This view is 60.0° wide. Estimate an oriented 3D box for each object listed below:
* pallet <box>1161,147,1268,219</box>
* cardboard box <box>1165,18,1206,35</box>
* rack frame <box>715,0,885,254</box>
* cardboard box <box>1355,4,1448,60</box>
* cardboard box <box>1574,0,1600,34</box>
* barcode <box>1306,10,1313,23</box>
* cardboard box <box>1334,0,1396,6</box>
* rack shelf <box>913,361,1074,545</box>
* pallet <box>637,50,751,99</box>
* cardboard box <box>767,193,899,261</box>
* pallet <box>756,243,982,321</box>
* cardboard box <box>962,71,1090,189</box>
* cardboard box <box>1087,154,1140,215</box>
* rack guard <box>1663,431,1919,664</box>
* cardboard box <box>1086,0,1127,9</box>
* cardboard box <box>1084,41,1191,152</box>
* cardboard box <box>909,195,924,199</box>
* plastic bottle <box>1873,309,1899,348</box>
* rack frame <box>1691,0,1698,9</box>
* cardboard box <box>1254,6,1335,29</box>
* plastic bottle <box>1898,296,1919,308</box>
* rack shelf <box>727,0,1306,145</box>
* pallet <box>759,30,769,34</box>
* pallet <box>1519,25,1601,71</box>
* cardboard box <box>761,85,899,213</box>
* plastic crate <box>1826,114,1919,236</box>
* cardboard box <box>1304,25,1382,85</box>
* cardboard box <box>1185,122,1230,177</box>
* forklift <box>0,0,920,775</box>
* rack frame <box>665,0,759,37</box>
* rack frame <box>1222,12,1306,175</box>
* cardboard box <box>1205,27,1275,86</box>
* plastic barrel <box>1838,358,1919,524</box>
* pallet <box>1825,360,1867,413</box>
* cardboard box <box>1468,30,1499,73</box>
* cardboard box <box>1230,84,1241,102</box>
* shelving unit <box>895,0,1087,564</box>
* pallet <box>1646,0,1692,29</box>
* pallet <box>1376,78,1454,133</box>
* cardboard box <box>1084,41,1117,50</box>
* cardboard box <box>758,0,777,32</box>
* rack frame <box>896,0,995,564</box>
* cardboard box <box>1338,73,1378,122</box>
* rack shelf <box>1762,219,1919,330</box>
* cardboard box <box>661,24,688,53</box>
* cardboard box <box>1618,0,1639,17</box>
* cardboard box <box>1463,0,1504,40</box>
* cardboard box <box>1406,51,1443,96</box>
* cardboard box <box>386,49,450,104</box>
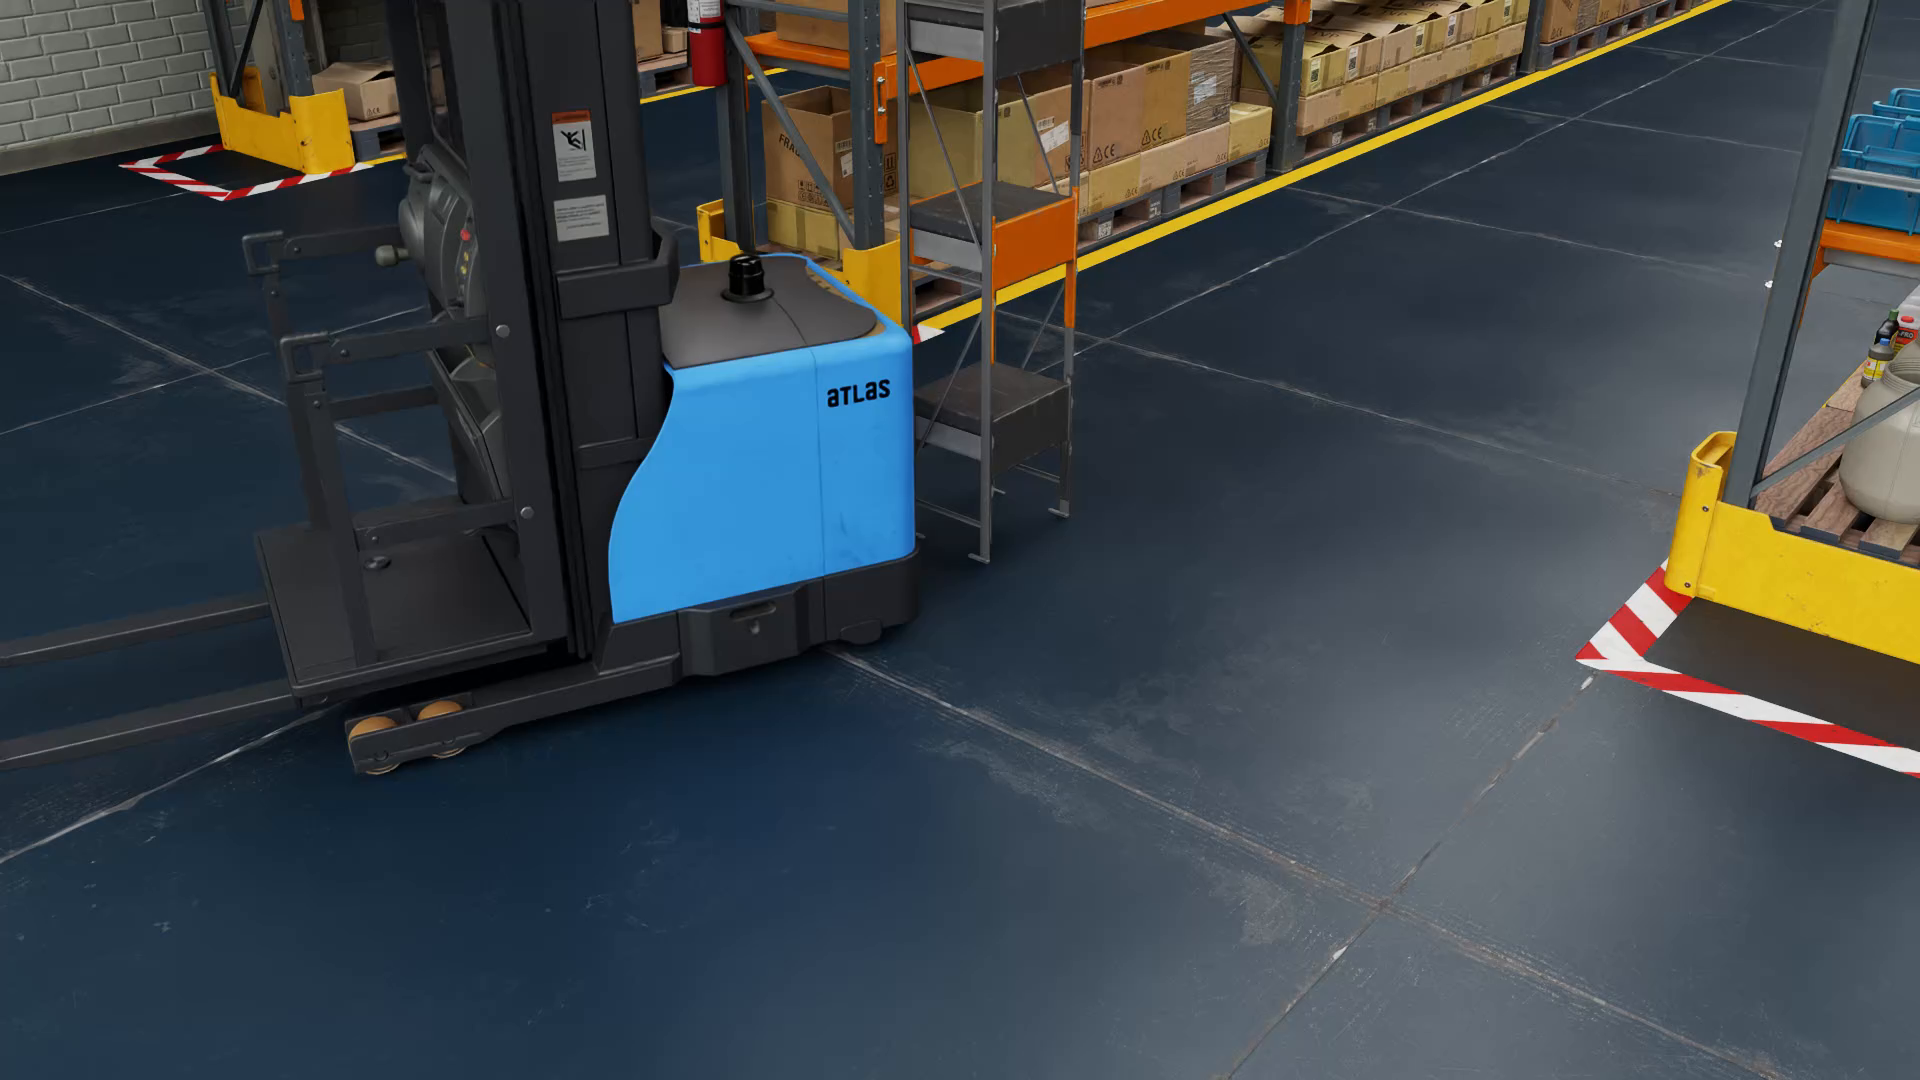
[{"bbox_3d":[1.224,-2.375,10.611,1.003,0.211,1.213,21,34,34],"label":"pallet"},{"bbox_3d":[1.226,-3.109,10.714,0.500,0.500,0.500,21,34,34],"label":"cardboard box"},{"bbox_3d":[-0.782,-2.465,7.750,1.000,3.000,0.127,21,34,34],"label":"rack frame"},{"bbox_3d":[3.194,-3.717,12.095,0.500,0.311,0.500,22,34,36],"label":"cardboard box"},{"bbox_3d":[5.145,-4.652,14.219,0.500,0.500,0.500,19,33,33],"label":"cardboard box"},{"bbox_3d":[2.246,-3.364,10.684,0.001,0.075,0.075,21,34,34],"label":"barcode"},{"bbox_3d":[3.093,-4.047,12.733,0.500,0.311,0.500,20,33,33],"label":"cardboard box"},{"bbox_3d":[0.105,-0.357,6.209,0.431,0.518,0.480,21,34,34],"label":"rack shelf"},{"bbox_3d":[-2.463,-3.843,13.448,1.003,0.211,1.213,21,34,34],"label":"pallet"},{"bbox_3d":[-0.669,-1.707,8.820,0.500,0.250,0.500,21,34,34],"label":"cardboard box"},{"bbox_3d":[-0.328,-1.510,8.939,1.003,0.211,1.213,21,34,34],"label":"pallet"},{"bbox_3d":[0.355,-2.247,9.049,0.500,0.500,0.500,21,34,34],"label":"cardboard box"},{"bbox_3d":[0.686,-2.087,9.554,0.500,0.250,0.500,21,34,34],"label":"cardboard box"},{"bbox_3d":[3.050,0.054,5.602,1.175,0.500,0.348,21,34,34],"label":"rack guard"},{"bbox_3d":[0.507,-3.221,9.103,0.700,0.500,0.500,22,35,36],"label":"cardboard box"},{"bbox_3d":[0.994,-2.601,9.732,0.500,0.500,0.500,21,34,34],"label":"cardboard box"},{"bbox_3d":[0.046,-1.734,8.872,0.500,0.250,0.500,21,34,34],"label":"cardboard box"},{"bbox_3d":[3.928,-0.831,7.069,0.061,0.283,0.133,22,34,36],"label":"plastic bottle"},{"bbox_3d":[6.851,-6.720,15.975,1.000,3.000,0.127,21,34,34],"label":"rack frame"},{"bbox_3d":[2.444,-3.687,12.038,0.500,0.311,0.500,21,34,34],"label":"cardboard box"},{"bbox_3d":[4.137,-0.911,7.233,0.152,0.276,0.135,20,33,33],"label":"plastic bottle"},{"bbox_3d":[0.490,-2.855,9.286,1.077,0.370,4.000,21,34,34],"label":"rack shelf"},{"bbox_3d":[-1.569,-4.368,14.463,1.003,0.211,1.213,21,34,34],"label":"pallet"},{"bbox_3d":[4.810,-4.316,14.364,1.003,0.211,1.213,21,34,34],"label":"pallet"},{"bbox_3d":[-0.671,-2.040,8.649,0.500,0.500,0.500,21,34,34],"label":"cardboard box"},{"bbox_3d":[3.125,-1.215,5.496,0.499,0.251,0.616,21,34,34],"label":"plastic crate"},{"bbox_3d":[2.540,-3.347,11.381,0.500,0.311,0.500,20,34,34],"label":"cardboard box"},{"bbox_3d":[1.310,-2.446,10.249,0.500,0.250,0.500,21,34,34],"label":"cardboard box"},{"bbox_3d":[-1.688,-0.887,4.775,3.031,2.935,1.130,-13,30,-23],"label":"forklift"},{"bbox_3d":[-2.063,-5.330,13.288,1.000,3.000,0.127,21,34,34],"label":"rack frame"},{"bbox_3d":[1.762,-3.883,10.492,1.000,3.000,0.127,21,34,34],"label":"rack frame"},{"bbox_3d":[1.798,-3.325,11.338,0.500,0.311,0.500,21,34,34],"label":"cardboard box"},{"bbox_3d":[3.397,-0.353,5.919,0.421,0.512,0.421,0,27,0],"label":"plastic barrel"},{"bbox_3d":[4.347,-0.535,7.055,1.003,0.211,1.213,21,34,34],"label":"pallet"},{"bbox_3d":[3.835,-3.825,12.915,0.500,0.250,0.500,20,34,34],"label":"cardboard box"},{"bbox_3d":[1.802,-3.080,11.475,0.500,0.250,0.500,20,34,34],"label":"cardboard box"},{"bbox_3d":[0.105,-0.991,5.881,0.431,2.100,0.503,21,34,34],"label":"shelving unit"},{"bbox_3d":[6.362,-5.182,16.036,1.003,0.211,1.213,21,34,34],"label":"pallet"},{"bbox_3d":[2.976,-3.352,12.499,1.003,0.211,1.213,21,34,34],"label":"pallet"},{"bbox_3d":[0.590,-2.754,10.028,0.500,0.500,0.500,21,34,34],"label":"cardboard box"},{"bbox_3d":[-1.607,-4.681,14.275,0.700,0.500,0.500,22,35,36],"label":"cardboard box"},{"bbox_3d":[-0.050,-0.905,5.714,0.400,2.100,0.015,21,34,34],"label":"rack frame"},{"bbox_3d":[2.536,-3.100,11.513,0.500,0.250,0.500,22,34,36],"label":"cardboard box"},{"bbox_3d":[4.310,-1.406,6.485,1.077,0.370,4.000,21,34,34],"label":"rack shelf"},{"bbox_3d":[-2.380,-4.068,13.454,0.380,0.166,0.250,16,31,28],"label":"cardboard box"},{"bbox_3d":[5.796,-5.015,14.920,0.500,0.500,0.500,19,33,33],"label":"cardboard box"},{"bbox_3d":[3.838,-4.072,12.782,0.500,0.311,0.500,20,34,34],"label":"cardboard box"},{"bbox_3d":[3.188,-3.464,12.218,0.500,0.250,0.500,22,34,35],"label":"cardboard box"},{"bbox_3d":[-3.735,-3.334,11.877,0.500,0.311,0.500,24,36,38],"label":"cardboard box"}]
